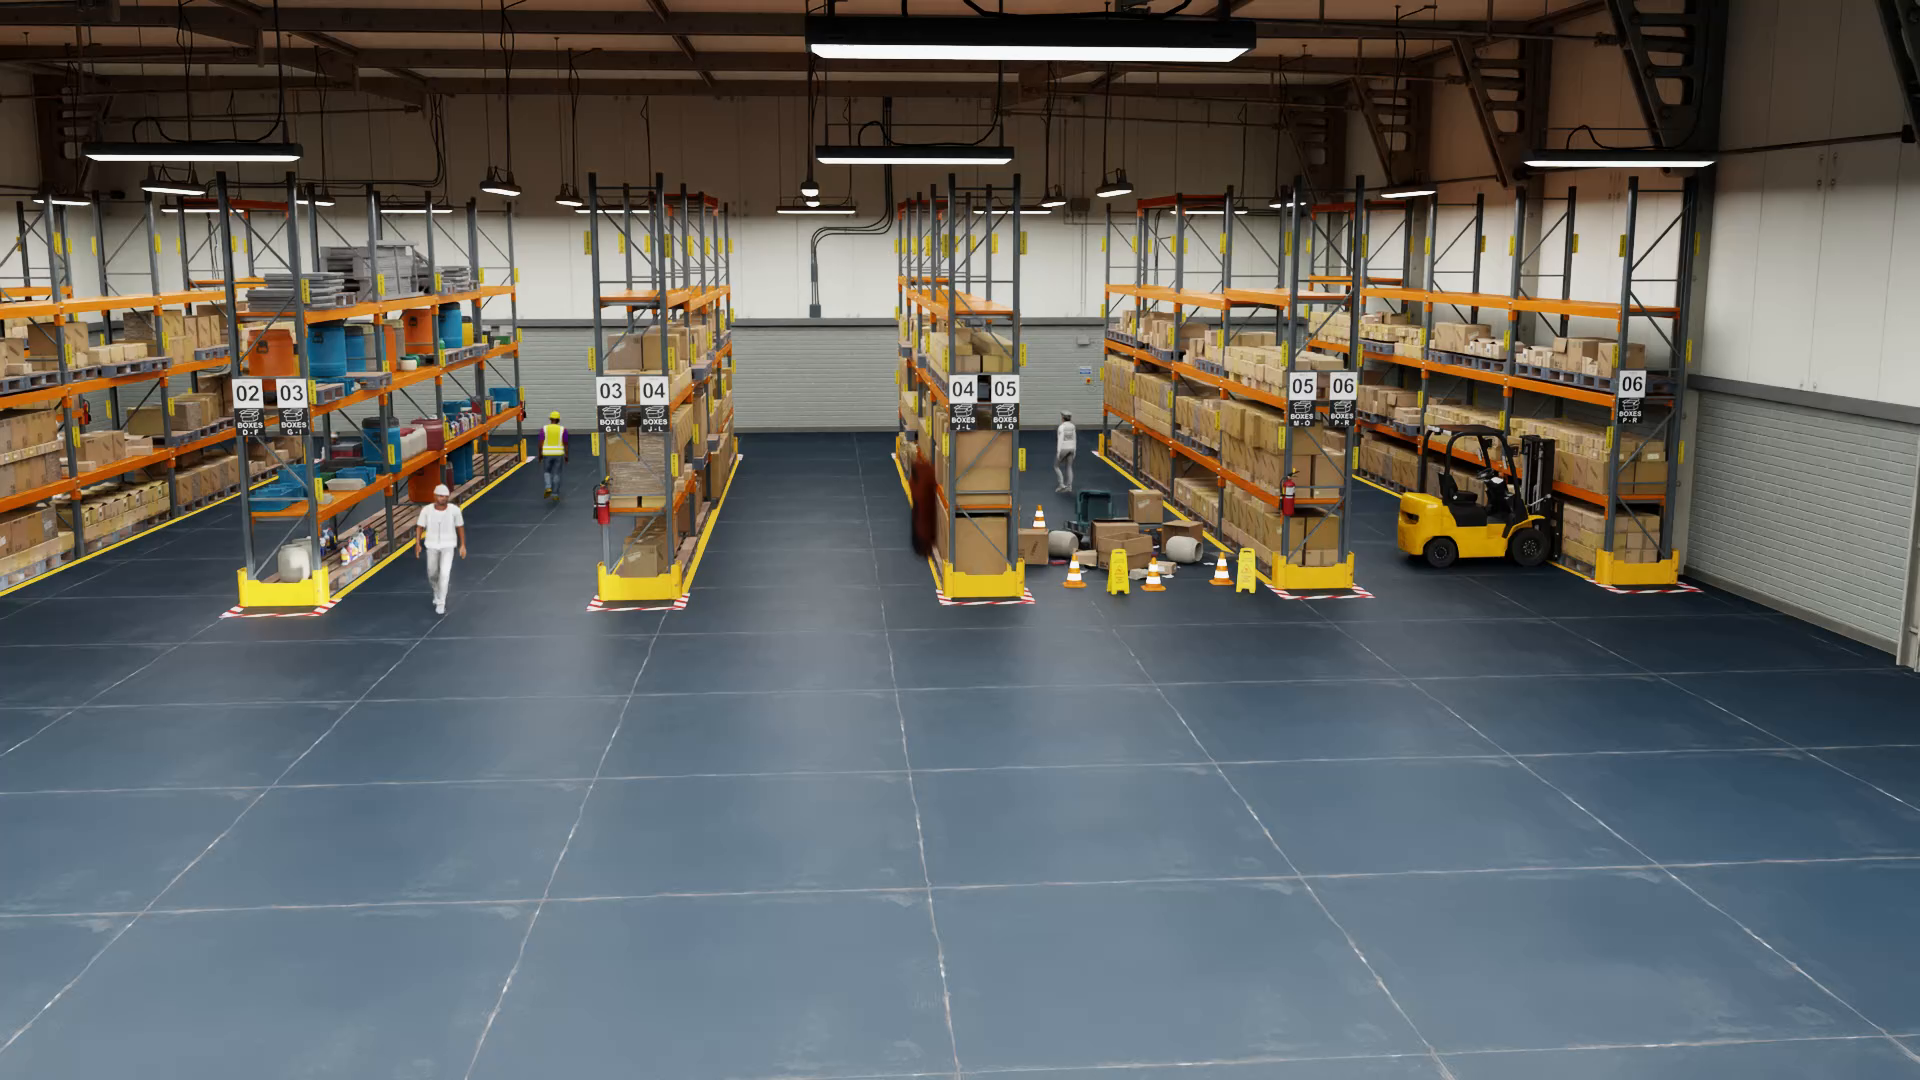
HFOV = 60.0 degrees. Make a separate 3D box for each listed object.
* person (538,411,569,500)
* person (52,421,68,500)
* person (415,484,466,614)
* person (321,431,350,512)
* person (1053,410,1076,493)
[{"bbox_3d":[-8.077,-1.675,33.059,0.607,1.760,0.492,-1,10,-6],"label":"person"},{"bbox_3d":[-17.101,-1.379,31.405,0.591,1.787,0.527,3,11,18],"label":"person"},{"bbox_3d":[-7.235,0.118,23.160,0.663,1.780,0.698,-2,10,-12],"label":"person"},{"bbox_3d":[-11.632,-1.244,30.984,0.544,1.614,1.033,-1,10,-6],"label":"person"},{"bbox_3d":[2.172,-1.816,34.217,0.519,1.706,0.373,-7,12,-35],"label":"person"}]
